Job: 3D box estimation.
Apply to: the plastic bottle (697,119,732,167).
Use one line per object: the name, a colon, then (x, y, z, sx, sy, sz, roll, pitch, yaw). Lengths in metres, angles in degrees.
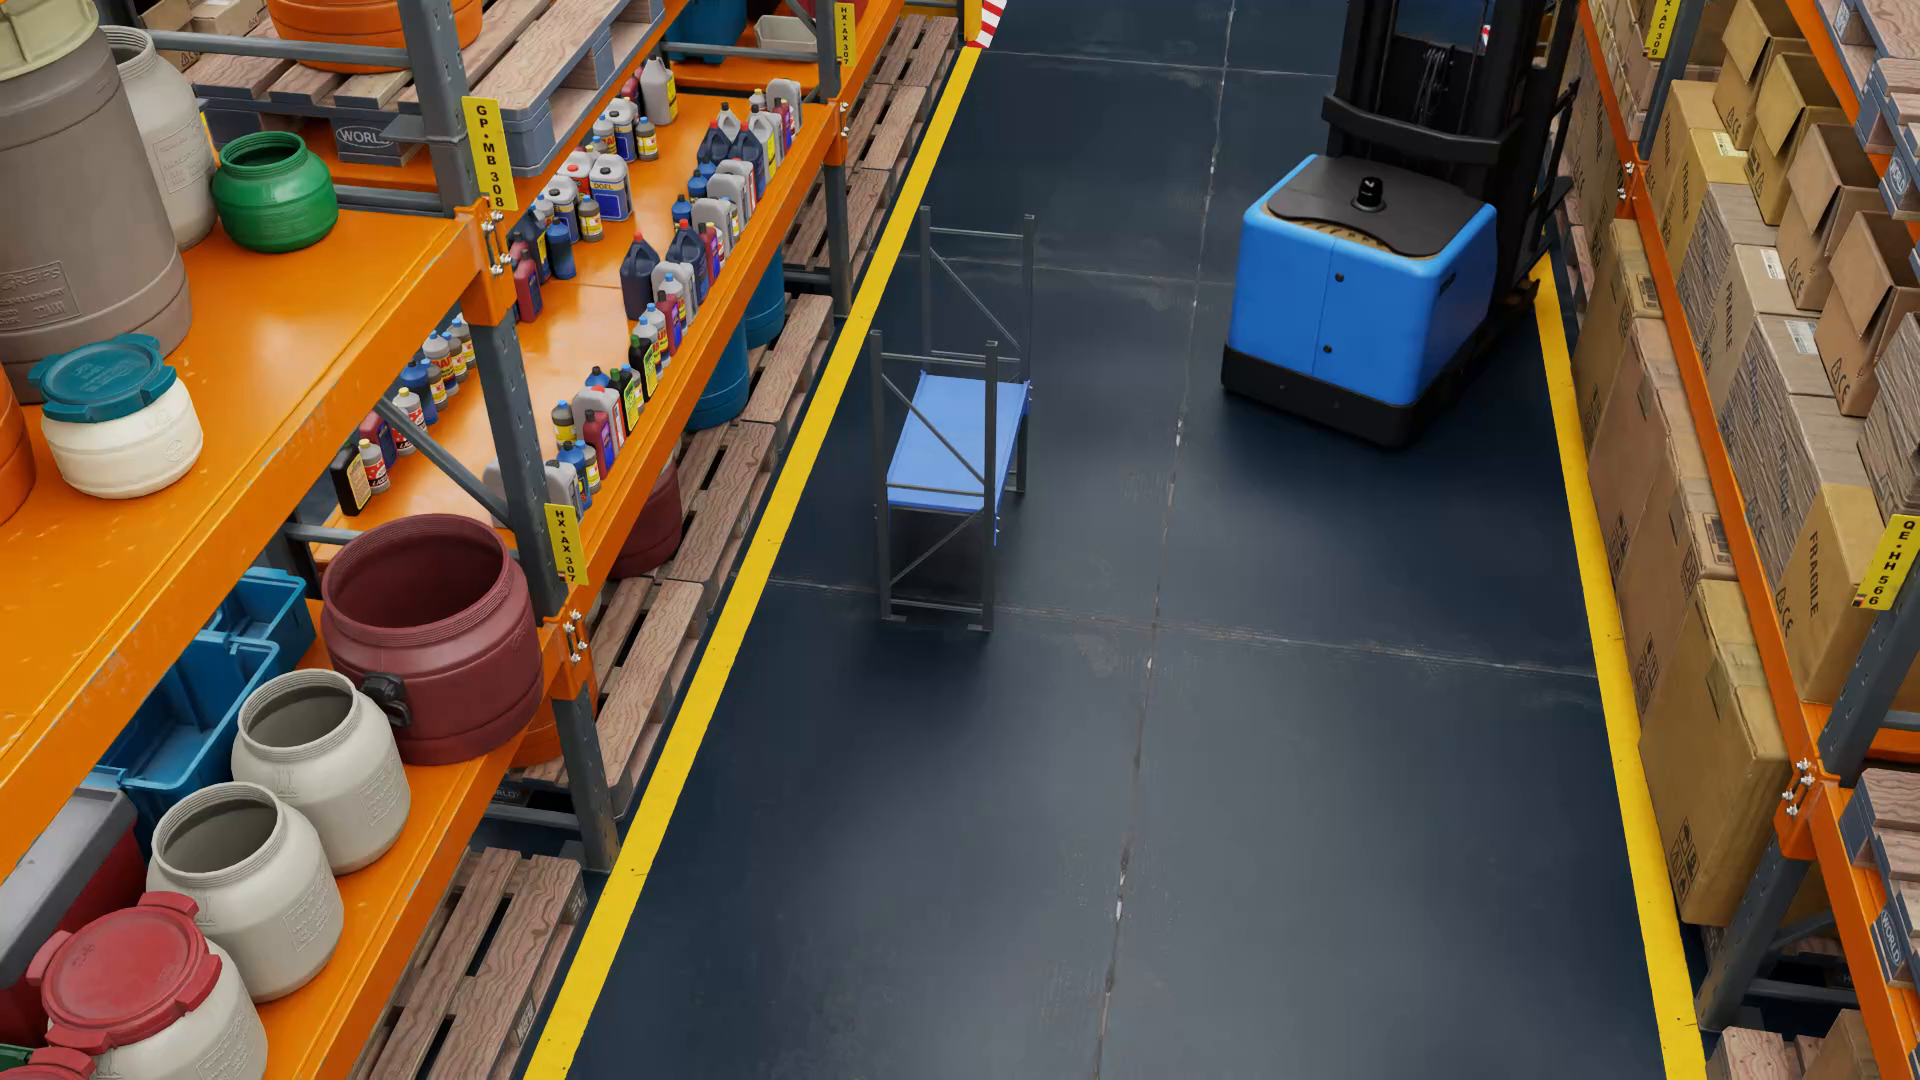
plastic bottle: (-1.126, -1.756, 7.655, 0.144, 0.351, 0.185, 6, 40, 8)

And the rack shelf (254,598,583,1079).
rack shelf: (-2.153, 1.555, 4.176, 1.077, 0.370, 4.000, 6, 40, 8)

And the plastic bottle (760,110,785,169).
plastic bottle: (-0.928, -1.928, 7.922, 0.152, 0.276, 0.135, 6, 40, 8)

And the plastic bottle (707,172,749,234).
plastic bottle: (-1.039, -1.527, 7.437, 0.152, 0.276, 0.135, 6, 40, 8)

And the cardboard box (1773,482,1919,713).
cardboard box: (2.912, 0.193, 5.181, 0.500, 0.500, 0.500, 8, 40, 9)

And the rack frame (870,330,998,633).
rack frame: (-0.103, -0.205, 6.918, 0.500, 1.500, 0.032, 6, 40, 8)

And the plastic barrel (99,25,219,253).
plastic barrel: (-2.163, -1.015, 4.279, 0.421, 0.512, 0.421, 0, 40, 0)

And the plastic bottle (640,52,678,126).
plastic bottle: (-1.502, -2.258, 8.263, 0.144, 0.351, 0.185, 6, 40, 8)

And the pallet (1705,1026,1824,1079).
pallet: (2.934, 2.134, 5.100, 1.003, 0.211, 1.213, 6, 40, 8)

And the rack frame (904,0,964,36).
rack frame: (-0.423, -4.998, 11.538, 1.000, 3.000, 0.127, 6, 40, 8)

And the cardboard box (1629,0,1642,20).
cardboard box: (3.670, -2.919, 8.320, 0.500, 0.500, 0.500, 7, 40, 8)

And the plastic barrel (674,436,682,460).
plastic barrel: (-1.534, -0.562, 7.796, 0.421, 0.512, 0.421, 0, 40, 0)

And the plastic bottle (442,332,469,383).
plastic bottle: (-1.995, -0.722, 6.522, 0.097, 0.201, 0.097, 0, 40, 0)

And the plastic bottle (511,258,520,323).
plastic bottle: (-1.891, -1.072, 6.828, 0.144, 0.351, 0.185, 6, 40, 8)

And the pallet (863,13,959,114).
pallet: (-0.604, -3.410, 11.806, 1.003, 0.211, 1.213, 6, 40, 8)

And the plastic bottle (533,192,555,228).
plastic bottle: (-1.818, -1.393, 7.279, 0.097, 0.271, 0.097, 0, 40, 0)

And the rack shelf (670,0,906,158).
rack shelf: (-0.769, -3.466, 10.249, 1.077, 0.370, 4.000, 6, 40, 8)

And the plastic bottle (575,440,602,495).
plastic bottle: (-1.350, -0.268, 5.972, 0.097, 0.201, 0.097, 0, 40, 0)

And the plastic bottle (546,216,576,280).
plastic bottle: (-1.709, -1.255, 7.112, 0.097, 0.271, 0.097, 0, 40, 0)

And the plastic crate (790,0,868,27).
plastic crate: (-0.713, -3.068, 9.106, 0.402, 0.464, 0.583, 6, 40, 8)

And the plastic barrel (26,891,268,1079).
plastic barrel: (-1.916, 1.172, 3.968, 0.433, 0.535, 0.433, 0, 40, 0)

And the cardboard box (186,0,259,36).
cardboard box: (-5.346, -3.695, 11.775, 0.500, 0.250, 0.500, 6, 40, 8)

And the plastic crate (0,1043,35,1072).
plastic crate: (-2.476, 1.491, 3.856, 0.450, 0.188, 0.662, 6, 40, 8)

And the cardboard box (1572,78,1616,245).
cardboard box: (4.112, -2.255, 9.558, 0.875, 0.875, 0.875, 6, 40, 8)

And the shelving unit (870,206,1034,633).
shelving unit: (-0.015, -0.524, 7.304, 0.538, 1.500, 1.048, 6, 40, 8)

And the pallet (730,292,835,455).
pallet: (-1.290, -0.933, 8.810, 1.003, 0.211, 1.213, 6, 40, 8)

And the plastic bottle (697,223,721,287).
plastic bottle: (-1.074, -1.234, 7.077, 0.061, 0.283, 0.133, 6, 40, 8)

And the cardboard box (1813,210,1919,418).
cardboard box: (3.329, -0.722, 5.500, 0.797, 0.503, 0.637, 7, 40, 9)

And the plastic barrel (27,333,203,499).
plastic barrel: (-1.797, -0.256, 3.557, 0.301, 0.262, 0.301, 0, 40, 0)

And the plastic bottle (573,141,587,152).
plastic bottle: (-1.752, -1.702, 7.643, 0.061, 0.283, 0.133, 6, 40, 8)

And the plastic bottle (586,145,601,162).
plastic bottle: (-1.714, -1.741, 7.755, 0.097, 0.201, 0.097, 0, 40, 0)

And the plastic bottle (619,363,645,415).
plastic bottle: (-1.264, -0.581, 6.351, 0.097, 0.201, 0.097, 0, 40, 0)

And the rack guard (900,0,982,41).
rack guard: (-0.431, -4.051, 12.354, 1.175, 0.500, 0.348, 6, 40, 8)

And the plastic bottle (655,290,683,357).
plastic bottle: (-1.169, -0.888, 6.659, 0.061, 0.283, 0.133, 6, 40, 8)

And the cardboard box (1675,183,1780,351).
cardboard box: (3.264, -1.089, 6.732, 0.500, 0.500, 0.500, 6, 40, 7)

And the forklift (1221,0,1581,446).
forklift: (2.621, -2.498, 8.568, 1.130, 2.935, 3.031, 24, 45, 26)

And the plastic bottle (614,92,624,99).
plastic bottle: (-1.640, -2.036, 8.056, 0.097, 0.271, 0.097, 0, 40, 0)

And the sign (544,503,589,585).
sign: (-1.264, 0.016, 5.345, 0.100, 0.325, 0.005, 6, 40, 8)

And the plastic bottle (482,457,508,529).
plastic bottle: (-1.564, -0.182, 5.811, 0.152, 0.276, 0.135, 6, 40, 8)

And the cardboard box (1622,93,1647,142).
cardboard box: (3.493, -2.072, 8.196, 0.380, 0.149, 0.250, 7, 40, 8)

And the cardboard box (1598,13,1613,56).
cardboard box: (3.671, -2.718, 8.978, 0.380, 0.149, 0.250, 7, 40, 9)

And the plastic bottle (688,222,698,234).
plastic bottle: (-1.155, -1.227, 7.077, 0.097, 0.271, 0.097, 0, 40, 0)

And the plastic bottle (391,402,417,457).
plastic bottle: (-2.079, -0.417, 6.153, 0.097, 0.201, 0.097, 0, 40, 0)

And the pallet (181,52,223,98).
pallet: (-5.664, -3.160, 11.504, 1.003, 0.211, 1.213, 6, 40, 8)

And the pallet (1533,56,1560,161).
pallet: (4.394, -2.867, 11.149, 1.003, 0.211, 1.213, 6, 40, 8)

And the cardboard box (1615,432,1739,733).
cardboard box: (3.373, 0.236, 6.545, 1.225, 0.875, 0.875, 7, 40, 8)
